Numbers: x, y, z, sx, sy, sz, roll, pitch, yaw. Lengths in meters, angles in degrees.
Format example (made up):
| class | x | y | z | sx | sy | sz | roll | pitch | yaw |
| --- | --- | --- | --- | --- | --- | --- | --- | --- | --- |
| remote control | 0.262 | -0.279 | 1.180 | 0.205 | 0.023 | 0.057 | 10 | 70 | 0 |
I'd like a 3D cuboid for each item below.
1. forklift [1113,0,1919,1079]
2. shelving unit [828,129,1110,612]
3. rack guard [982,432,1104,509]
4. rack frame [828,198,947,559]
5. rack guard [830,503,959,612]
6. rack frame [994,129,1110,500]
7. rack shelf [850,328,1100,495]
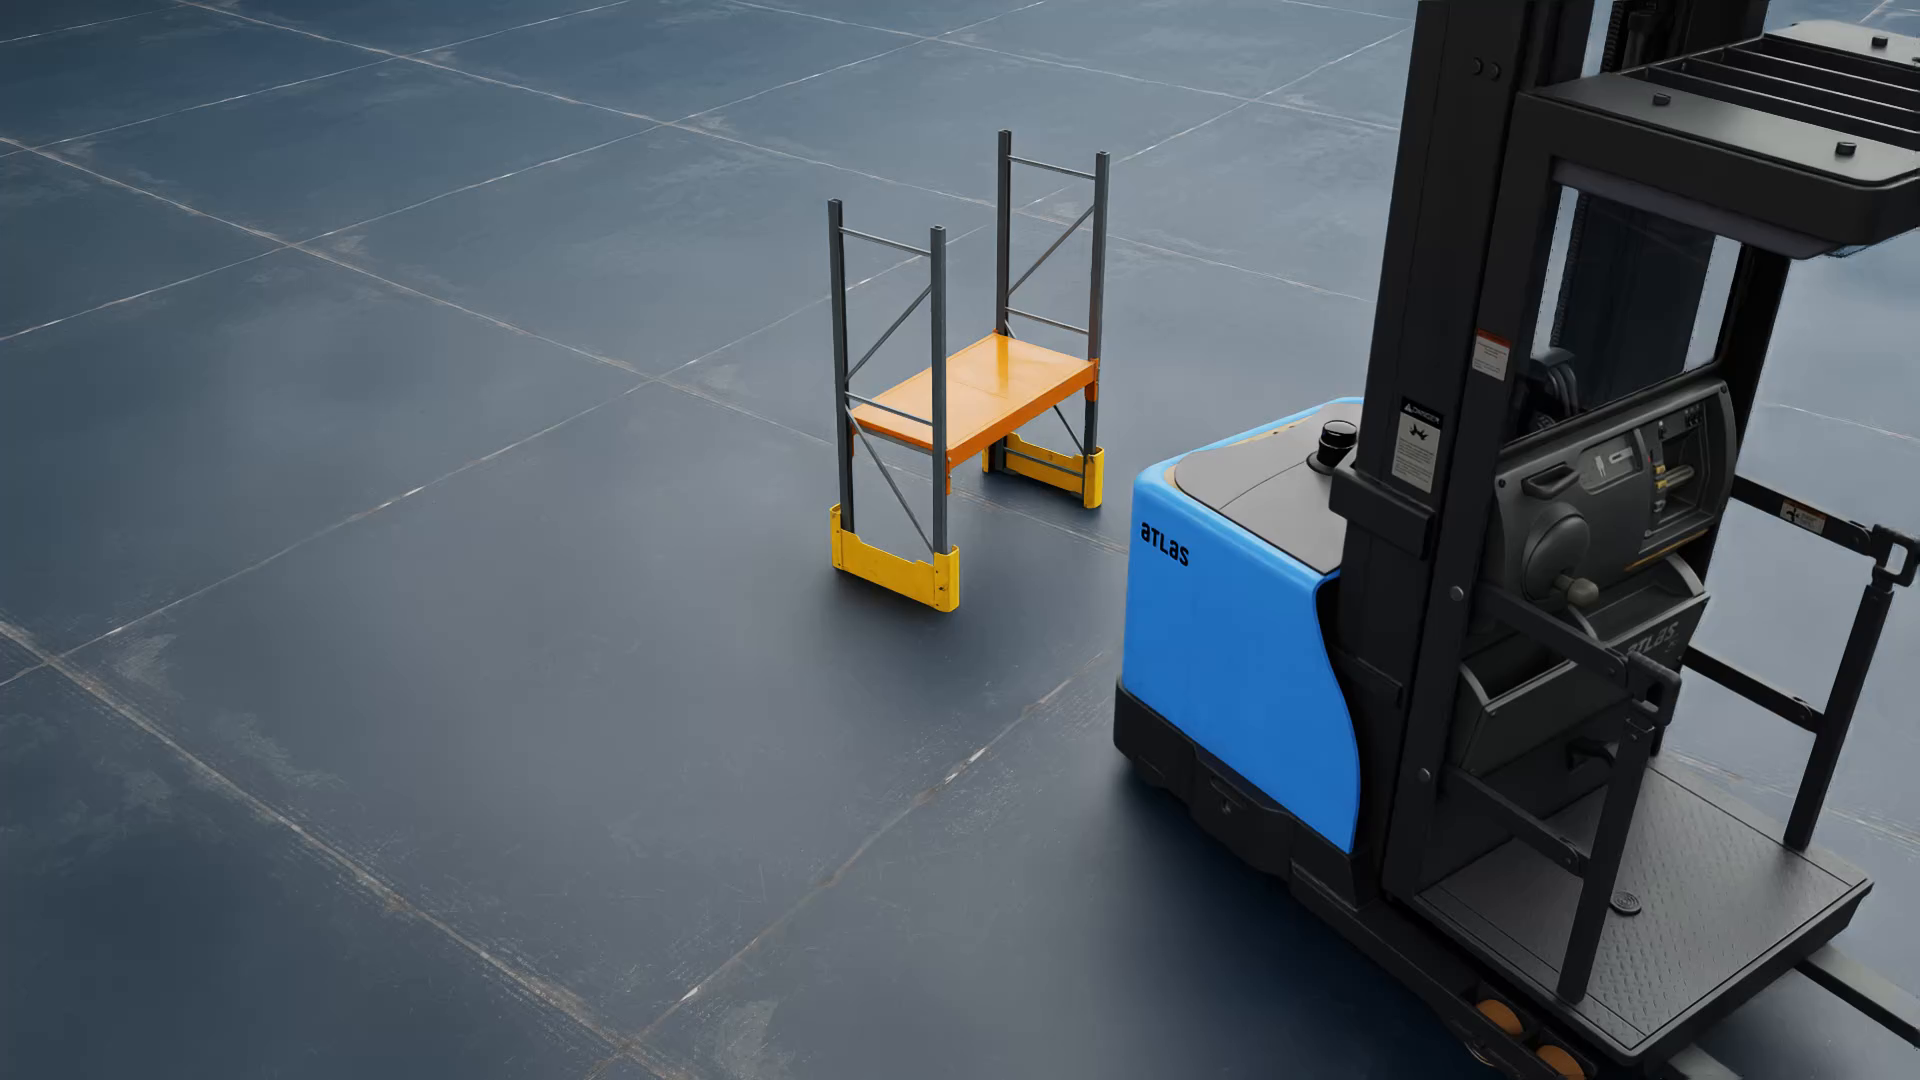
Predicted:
| class | x | y | z | sx | sy | sz | roll | pitch | yaw |
| --- | --- | --- | --- | --- | --- | --- | --- | --- | --- |
| forklift | 1.766 | -0.074 | 4.000 | 1.130 | 2.935 | 3.031 | -20 | 36 | -30 |
| shelving unit | 0.046 | -0.676 | 6.420 | 0.587 | 1.500 | 1.083 | 21 | 37 | 31 |
| rack guard | 0.347 | -0.341 | 7.080 | 0.587 | 0.250 | 0.087 | 21 | 37 | 31 |
| rack frame | -0.255 | -0.473 | 6.077 | 0.500 | 1.500 | 0.032 | 21 | 37 | 31 |
| rack guard | -0.255 | 0.064 | 6.397 | 0.587 | 0.250 | 0.087 | 21 | 37 | 31 |
| rack frame | 0.358 | -0.887 | 6.775 | 0.500 | 1.500 | 0.032 | 21 | 37 | 31 |
| rack shelf | 0.052 | -0.525 | 6.518 | 0.538 | 0.185 | 1.000 | 21 | 37 | 31 |
